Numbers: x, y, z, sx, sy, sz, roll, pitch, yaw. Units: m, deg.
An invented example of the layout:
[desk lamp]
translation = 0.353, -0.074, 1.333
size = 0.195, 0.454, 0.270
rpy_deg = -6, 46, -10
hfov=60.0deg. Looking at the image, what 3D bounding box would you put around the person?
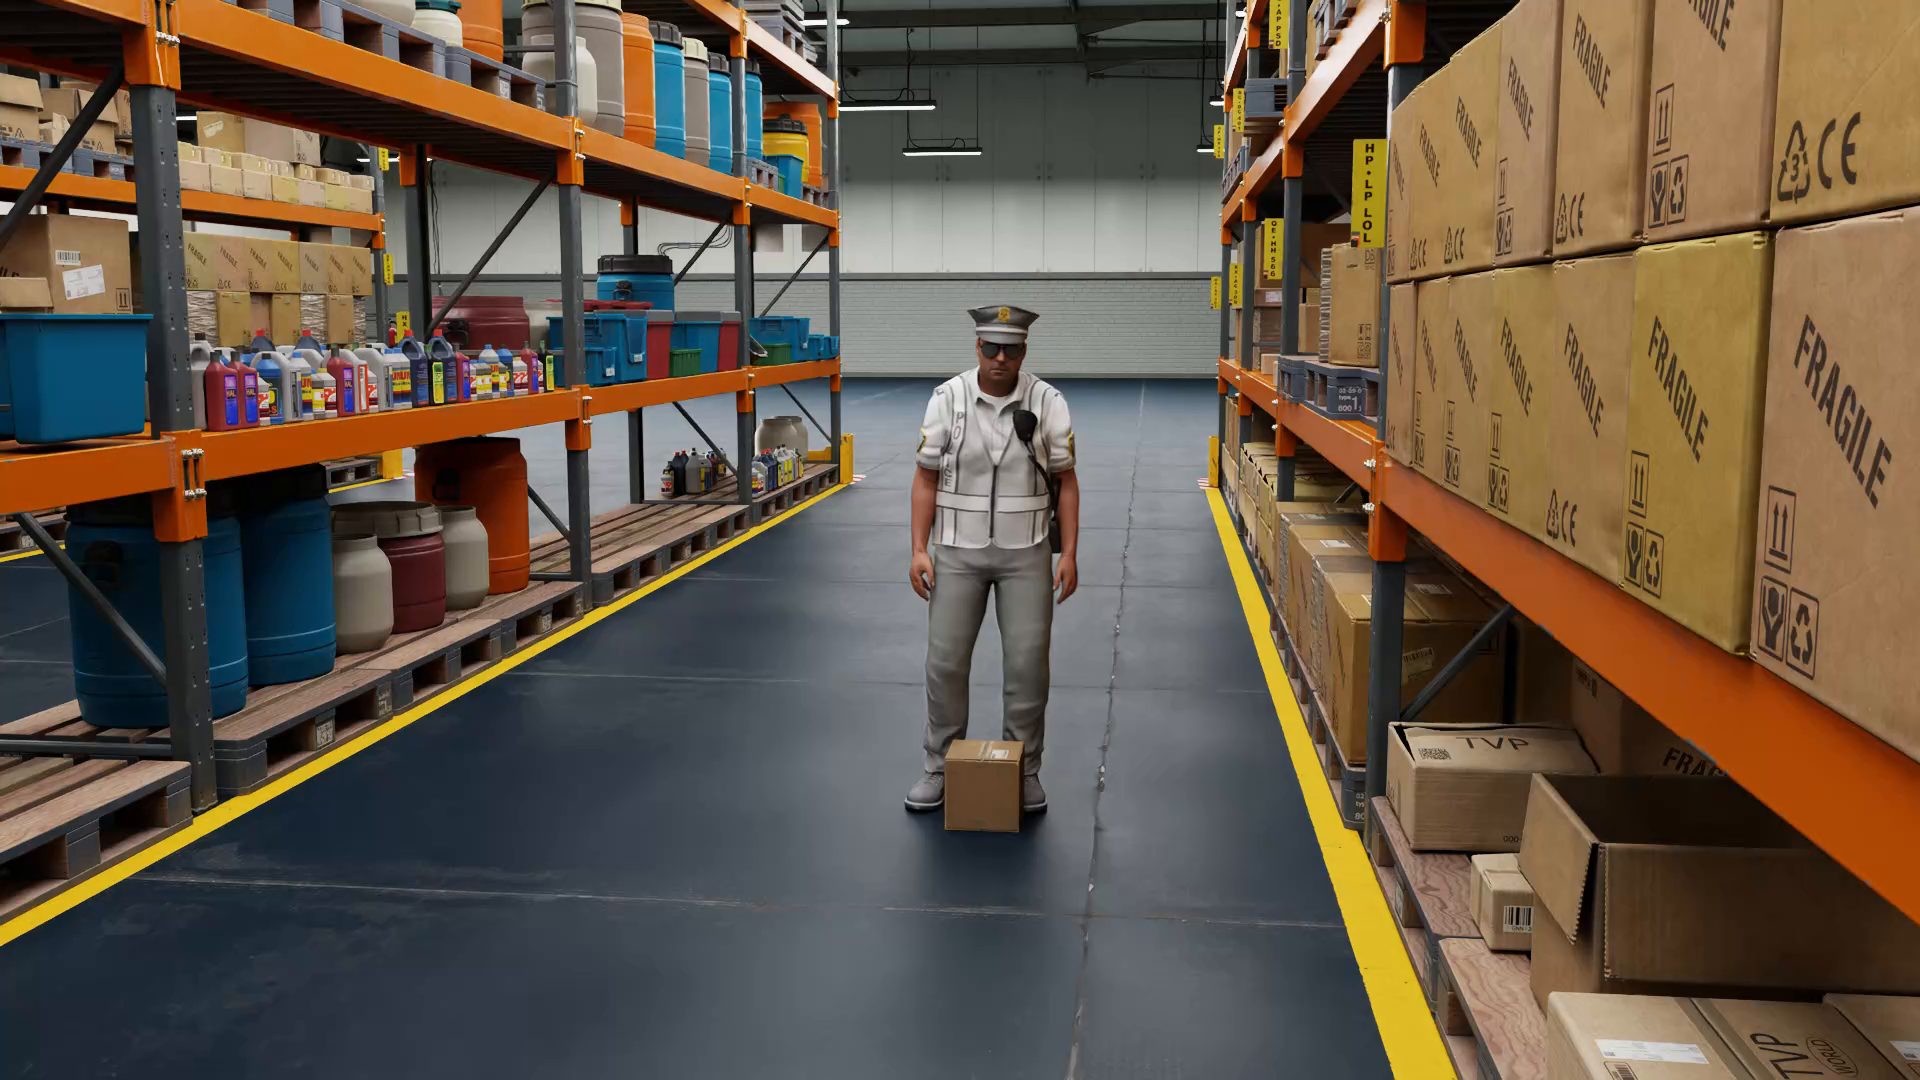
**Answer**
[person]
translation = 0.115, 0.056, 5.839
size = 0.606, 1.748, 0.435
rpy_deg = 0, 8, 3
